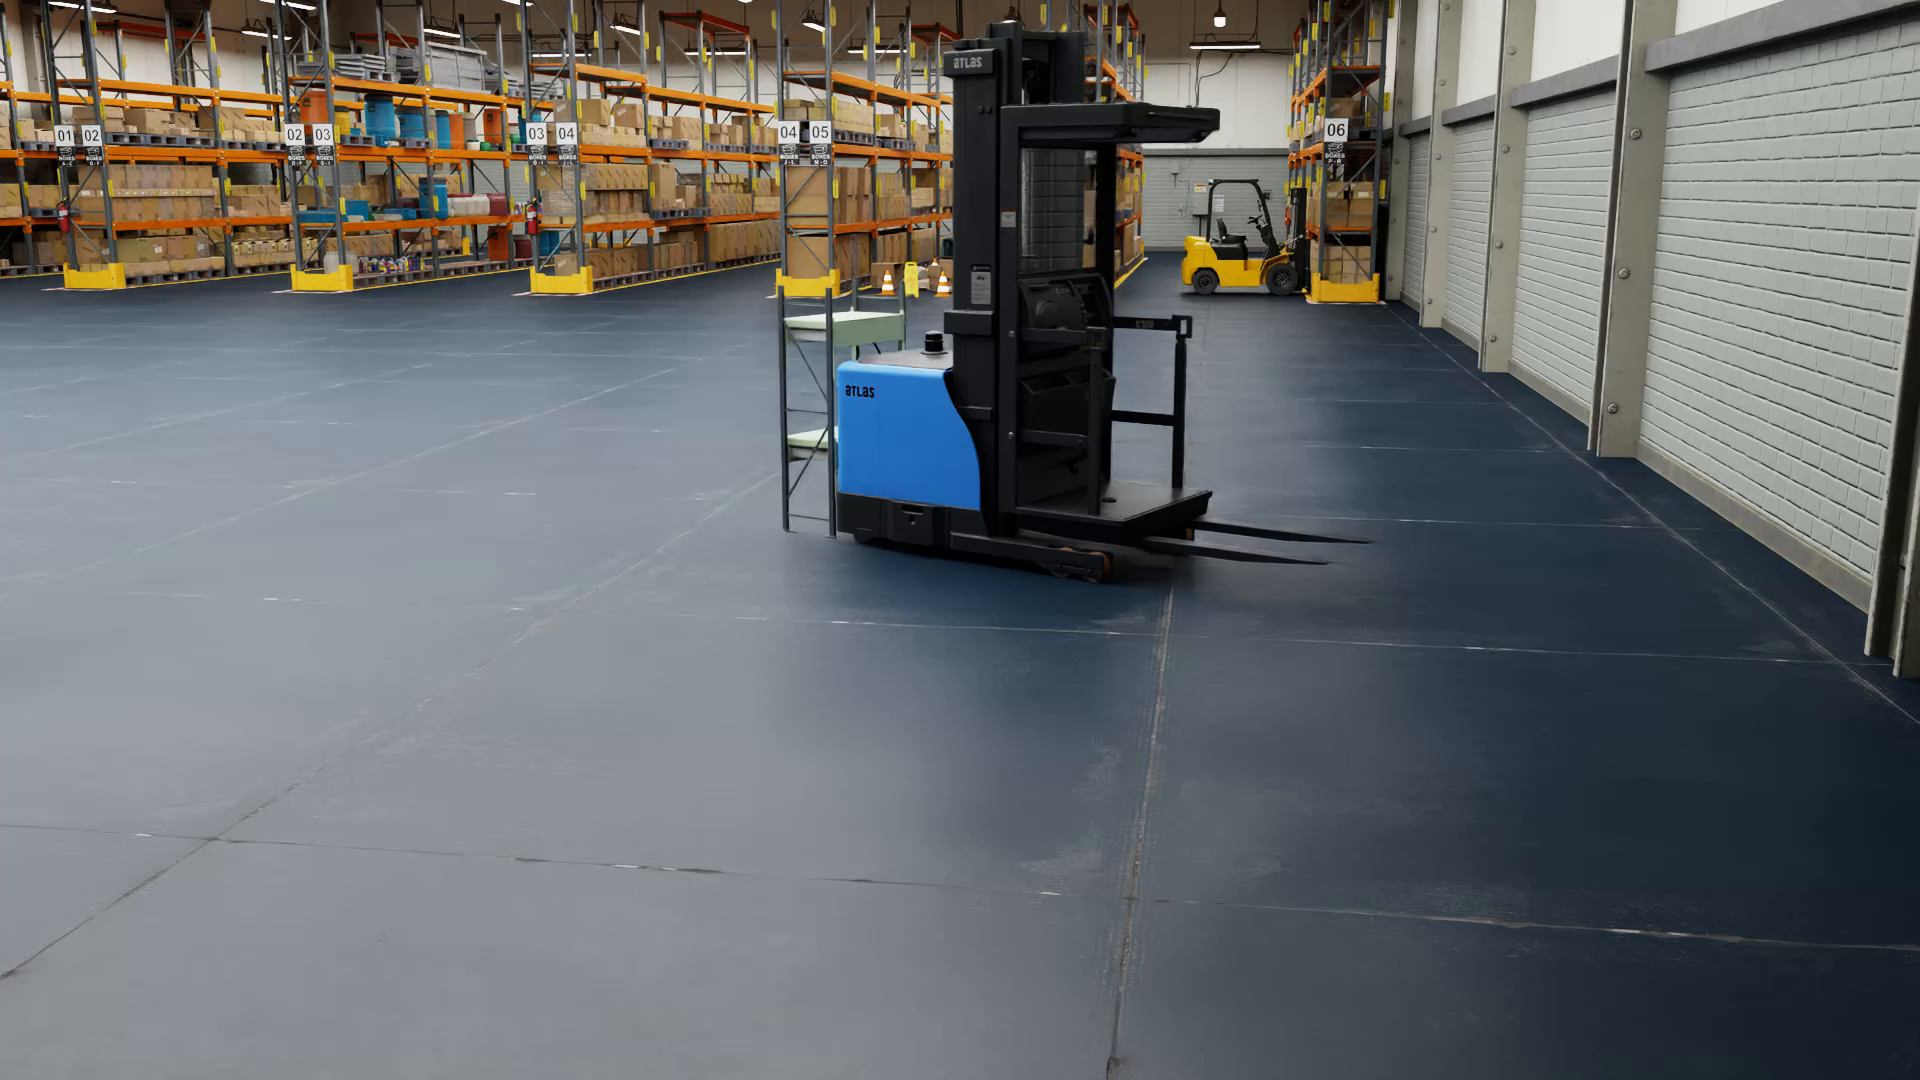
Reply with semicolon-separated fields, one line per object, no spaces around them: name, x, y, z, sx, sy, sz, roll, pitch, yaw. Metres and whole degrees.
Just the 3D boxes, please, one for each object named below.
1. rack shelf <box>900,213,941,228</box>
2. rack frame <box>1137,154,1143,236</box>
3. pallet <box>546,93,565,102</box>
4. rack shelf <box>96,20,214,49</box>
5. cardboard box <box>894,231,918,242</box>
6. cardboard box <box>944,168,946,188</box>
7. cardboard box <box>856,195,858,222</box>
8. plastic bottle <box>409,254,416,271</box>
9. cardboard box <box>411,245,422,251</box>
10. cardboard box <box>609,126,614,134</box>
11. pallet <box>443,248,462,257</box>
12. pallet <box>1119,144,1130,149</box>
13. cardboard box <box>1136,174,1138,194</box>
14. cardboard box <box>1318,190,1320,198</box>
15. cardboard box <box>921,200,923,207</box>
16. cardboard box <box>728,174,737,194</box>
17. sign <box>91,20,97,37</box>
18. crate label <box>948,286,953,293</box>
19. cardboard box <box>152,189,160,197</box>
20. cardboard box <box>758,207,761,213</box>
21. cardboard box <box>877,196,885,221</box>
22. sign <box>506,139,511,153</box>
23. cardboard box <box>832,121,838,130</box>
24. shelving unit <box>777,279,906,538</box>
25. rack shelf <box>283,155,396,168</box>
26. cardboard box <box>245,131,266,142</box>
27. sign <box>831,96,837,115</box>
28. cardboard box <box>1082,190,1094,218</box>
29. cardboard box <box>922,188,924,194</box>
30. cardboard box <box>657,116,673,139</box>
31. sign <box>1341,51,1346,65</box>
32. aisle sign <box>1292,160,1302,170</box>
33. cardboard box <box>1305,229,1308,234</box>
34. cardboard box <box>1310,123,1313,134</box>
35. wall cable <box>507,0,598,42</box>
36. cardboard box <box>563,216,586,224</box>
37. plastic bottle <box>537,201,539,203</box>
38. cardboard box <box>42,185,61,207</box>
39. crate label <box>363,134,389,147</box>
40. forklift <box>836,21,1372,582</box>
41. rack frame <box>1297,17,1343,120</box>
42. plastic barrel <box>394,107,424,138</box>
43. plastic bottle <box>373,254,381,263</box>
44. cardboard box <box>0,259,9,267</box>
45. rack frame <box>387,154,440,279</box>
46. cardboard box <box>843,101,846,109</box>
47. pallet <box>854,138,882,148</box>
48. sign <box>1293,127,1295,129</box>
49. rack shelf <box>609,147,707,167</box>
rack shelf;-1.324;-7.816;40.847;1.077;0.370;4.000;2;12;9
rack frame;4.505;-9.277;45.920;1.000;3.000;0.127;2;12;9
pallet;-10.893;-11.398;42.917;1.003;0.211;1.213;2;12;9
rack shelf;-20.893;-13.036;42.943;1.077;0.370;4.000;2;12;9
cardboard box;-1.287;-7.237;39.609;0.500;0.250;0.500;1;12;6
cardboard box;-0.642;-9.461;43.458;0.500;0.500;0.500;2;12;7
cardboard box;-2.554;-6.691;33.563;0.875;0.550;0.550;2;12;9
plastic bottle;-11.870;-5.997;35.946;0.144;0.351;0.185;1;12;6
cardboard box;-15.289;-8.178;46.502;0.380;0.166;0.250;2;12;9
cardboard box;-7.223;-8.283;33.599;0.380;0.149;0.250;1;12;7
pallet;-15.208;-8.375;48.353;1.003;0.211;1.213;2;12;9
pallet;3.016;-8.495;35.616;1.213;0.211;1.003;2;12;9
cardboard box;4.376;-9.285;43.345;0.500;0.500;0.500;2;12;10
cardboard box;6.880;-6.448;31.017;0.380;0.149;0.250;1;12;7
cardboard box;-1.120;-8.250;40.756;0.380;0.149;0.250;1;12;7
cardboard box;-6.109;-9.029;42.151;0.797;0.503;0.637;2;12;9
sign;-16.988;-10.037;32.612;0.100;0.325;0.005;2;12;9
crate label;-0.254;-4.809;31.984;0.250;0.136;0.298;-5;13;-21
cardboard box;-17.066;-7.298;34.961;0.380;0.149;0.250;2;12;8
cardboard box;-5.488;-8.748;44.063;0.380;0.149;0.250;1;12;7
cardboard box;-1.900;-7.068;35.433;0.500;0.500;0.500;2;12;9
sign;-10.867;-9.492;40.047;0.100;0.325;0.005;2;12;9
cardboard box;-2.493;-7.744;31.051;0.380;0.149;0.250;2;12;9
shelving unit;-0.716;-0.832;10.293;0.431;1.500;0.755;8;15;33
rack shelf;-15.998;-9.786;42.868;1.077;0.370;4.000;2;12;9
cardboard box;-16.566;-9.416;38.805;0.500;0.250;0.500;1;12;4
sign;-2.315;-7.999;30.607;0.100;0.325;0.005;2;12;9
cardboard box;2.391;-6.230;30.840;0.500;0.500;0.500;2;12;8
cardboard box;-1.087;-8.596;40.947;0.380;0.149;0.250;1;12;6
cardboard box;-6.818;-9.113;36.797;0.797;0.503;0.637;2;12;11
sign;9.344;-11.734;40.489;0.100;0.325;0.005;2;12;9
aisle sign;9.131;-10.412;45.014;0.394;0.787;0.004;2;12;9
cardboard box;8.484;-7.608;40.869;0.380;0.149;0.250;1;12;6
cardboard box;7.435;-8.454;33.961;0.500;0.311;0.500;1;12;7
wall cable;-13.016;-17.165;52.866;3.097;2.526;0.112;2;12;9
cardboard box;-7.468;-6.196;32.221;0.380;0.149;0.250;2;12;9
plastic bottle;-11.177;-8.831;43.966;0.144;0.351;0.185;2;12;9
cardboard box;-21.611;-8.067;39.022;0.700;0.500;0.500;3;13;14
crate label;-12.028;-8.201;34.158;0.502;0.251;0.408;2;12;9
forklift;0.772;-1.333;9.220;3.031;2.935;1.130;8;15;33
rack frame;8.795;-11.217;40.682;1.000;3.000;0.127;2;12;9
plastic barrel;-12.163;-9.085;36.719;0.600;0.901;0.708;2;12;9
plastic bottle;-12.590;-5.987;35.897;0.144;0.351;0.185;1;12;6
cardboard box;-21.868;-6.299;37.784;0.380;0.166;0.250;0;12;1
rack frame;-12.027;-7.261;36.564;1.000;3.000;0.127;2;12;9
cardboard box;-2.378;-8.290;31.692;0.380;0.149;0.250;2;12;9
pallet;-2.155;-8.484;35.573;0.805;0.209;1.217;1;12;6
sign;8.258;-10.019;41.018;0.100;0.325;0.005;2;12;9
rack shelf;-6.825;-8.631;37.511;1.077;0.370;4.000;2;12;9
